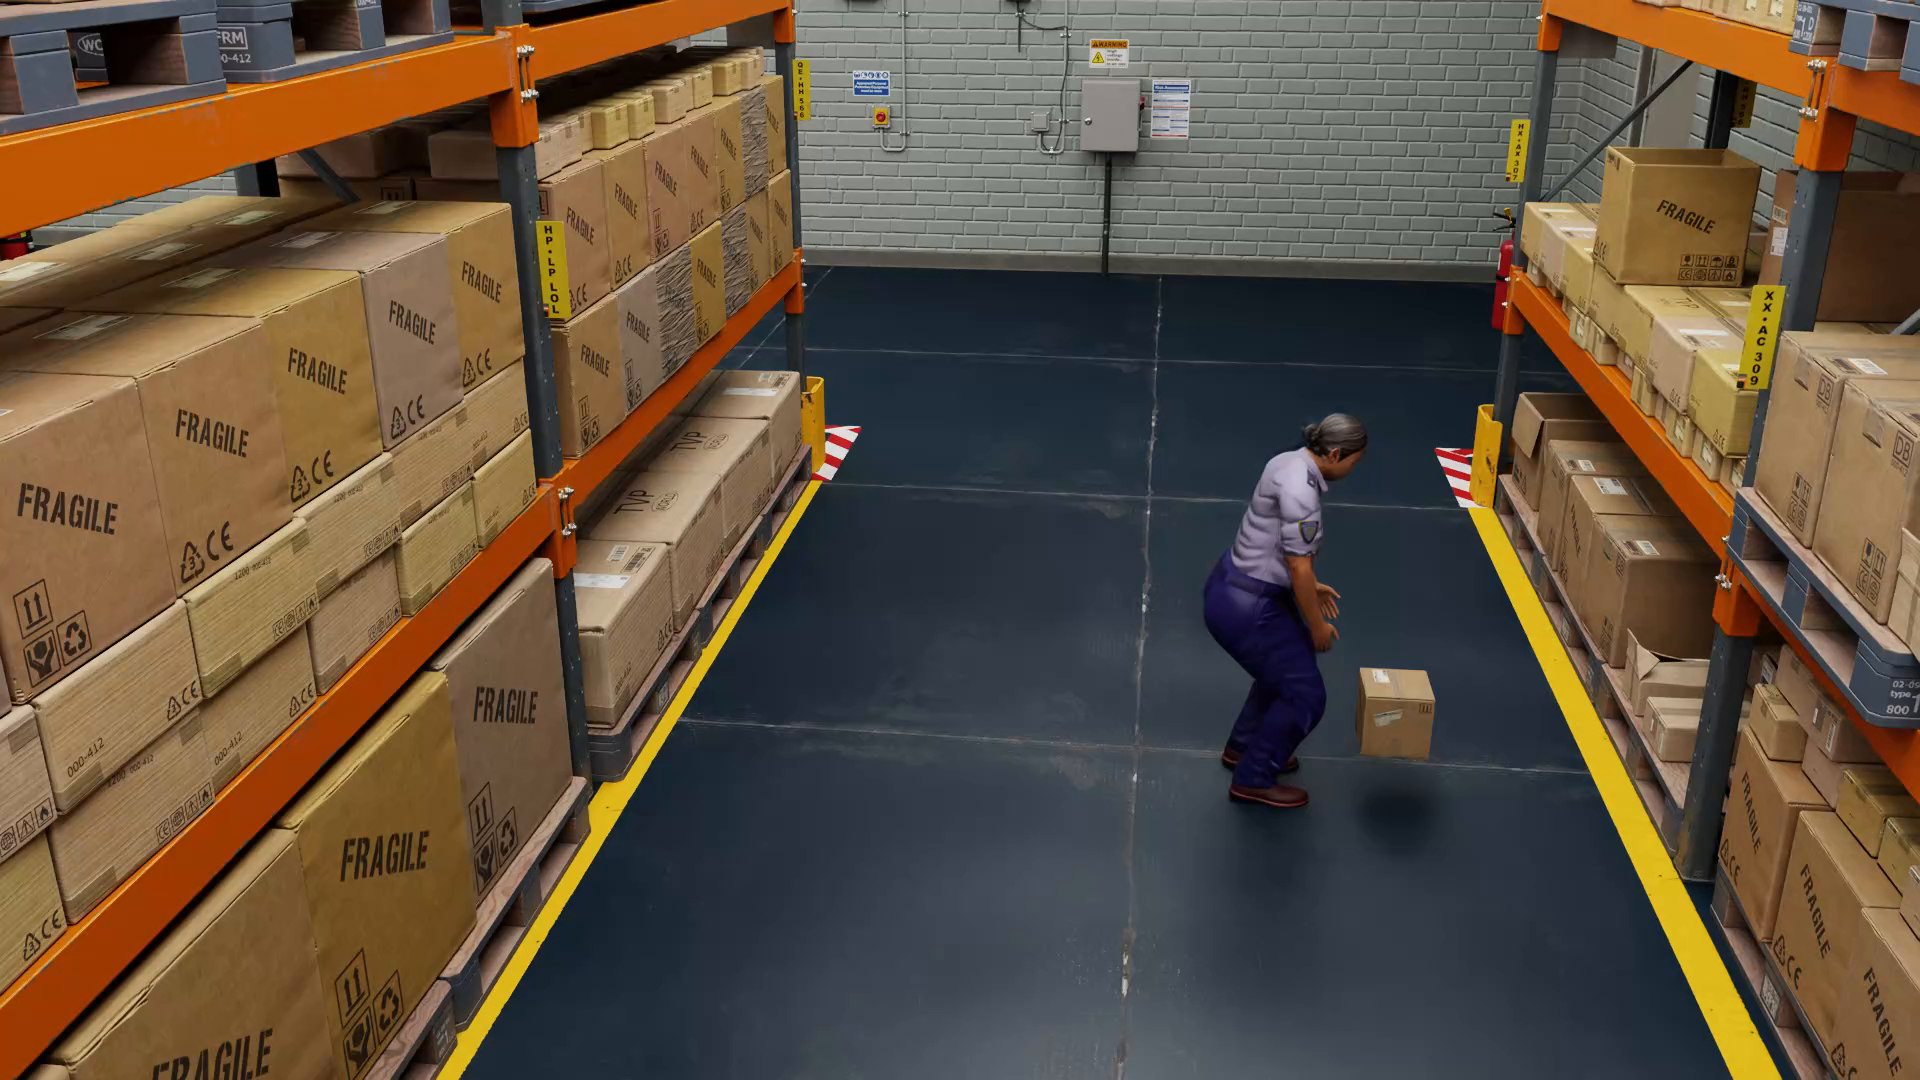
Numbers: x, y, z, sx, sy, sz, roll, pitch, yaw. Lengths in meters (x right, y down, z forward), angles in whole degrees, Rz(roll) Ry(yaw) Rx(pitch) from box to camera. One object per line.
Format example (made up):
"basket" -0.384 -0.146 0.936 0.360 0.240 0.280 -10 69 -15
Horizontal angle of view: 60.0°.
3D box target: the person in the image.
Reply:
"person" 1.187 0.239 6.227 0.551 1.490 0.525 3 21 7
